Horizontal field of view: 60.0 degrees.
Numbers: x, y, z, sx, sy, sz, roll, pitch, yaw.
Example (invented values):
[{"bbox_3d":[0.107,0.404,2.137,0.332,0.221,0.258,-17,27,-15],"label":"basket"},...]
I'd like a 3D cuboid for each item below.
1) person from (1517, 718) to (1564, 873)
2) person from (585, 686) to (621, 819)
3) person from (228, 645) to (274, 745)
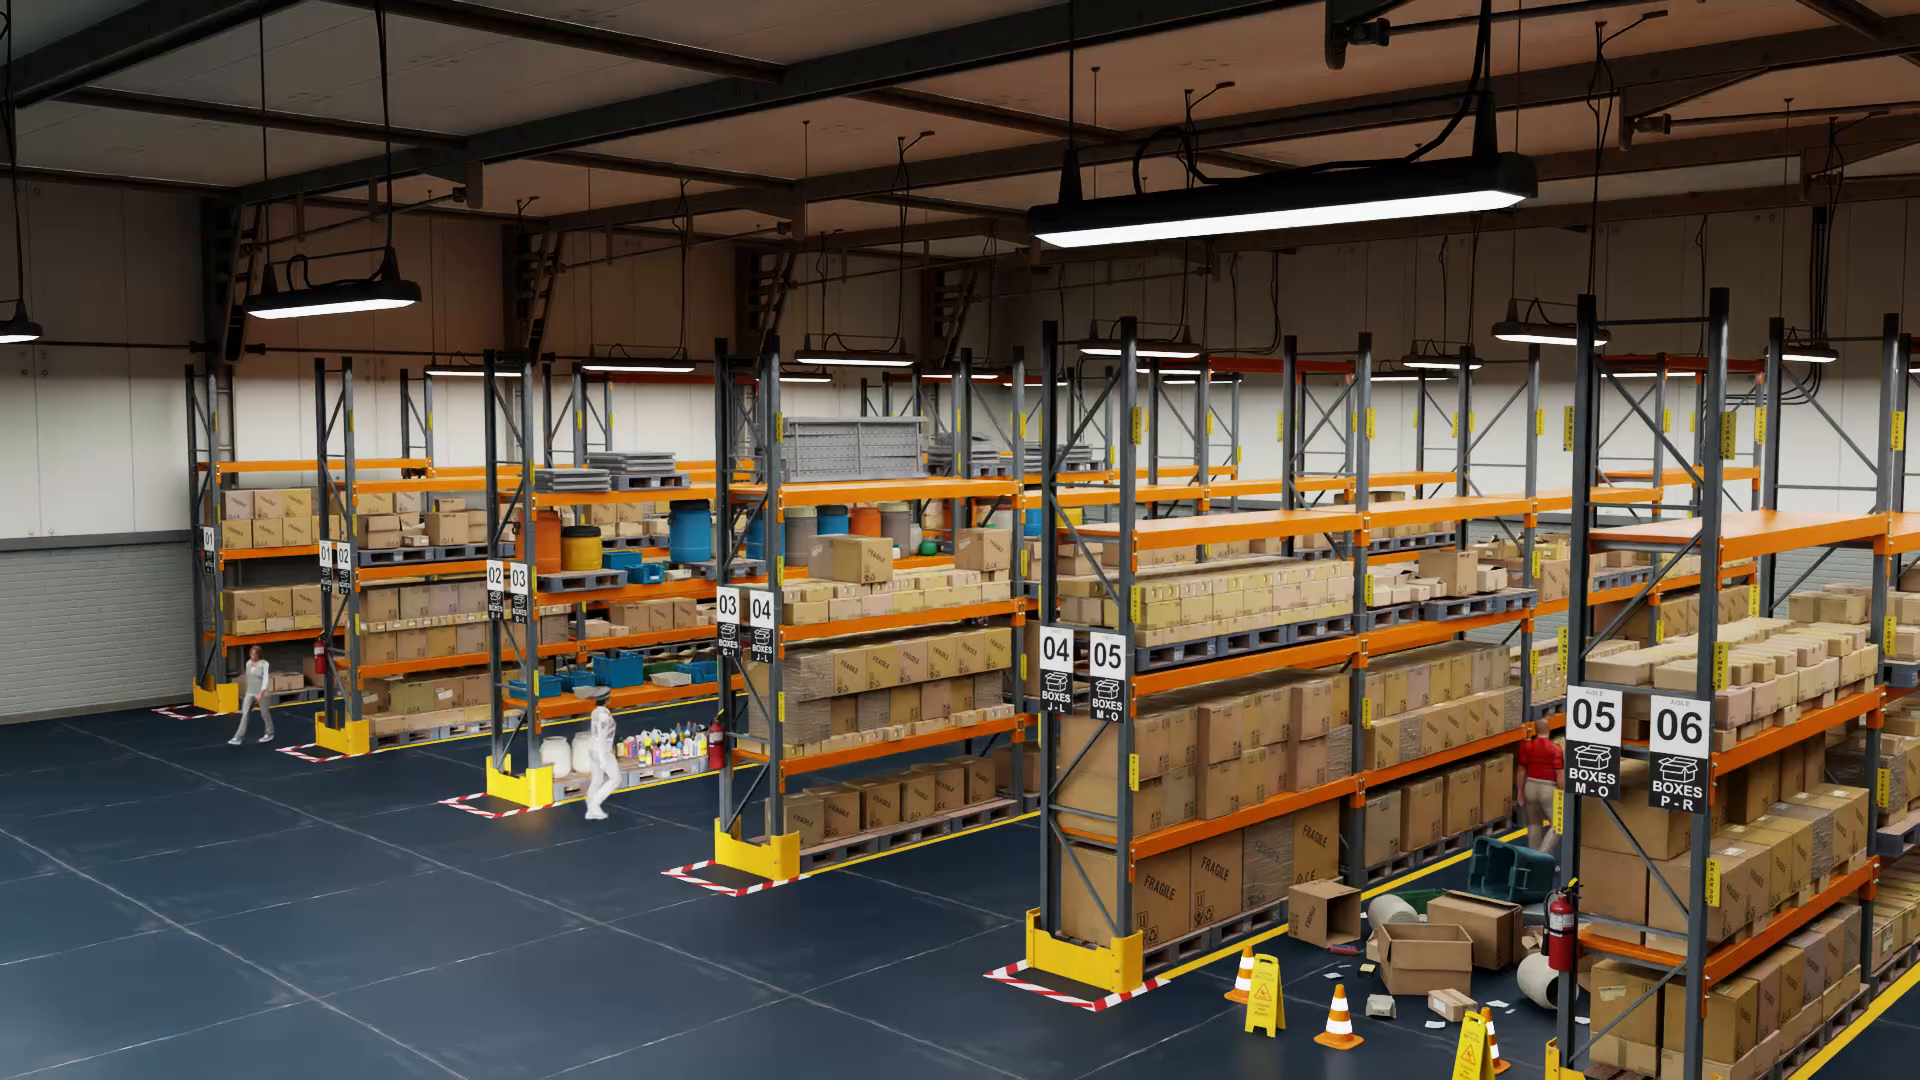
[{"bbox_3d":[6.552,2.874,18.740,0.579,1.723,0.565,4,6,44],"label":"person"},{"bbox_3d":[-4.563,2.703,21.097,0.432,1.674,0.514,-2,5,-30],"label":"person"},{"bbox_3d":[-10.927,2.406,25.712,0.456,1.549,0.937,0,4,1],"label":"person"}]
